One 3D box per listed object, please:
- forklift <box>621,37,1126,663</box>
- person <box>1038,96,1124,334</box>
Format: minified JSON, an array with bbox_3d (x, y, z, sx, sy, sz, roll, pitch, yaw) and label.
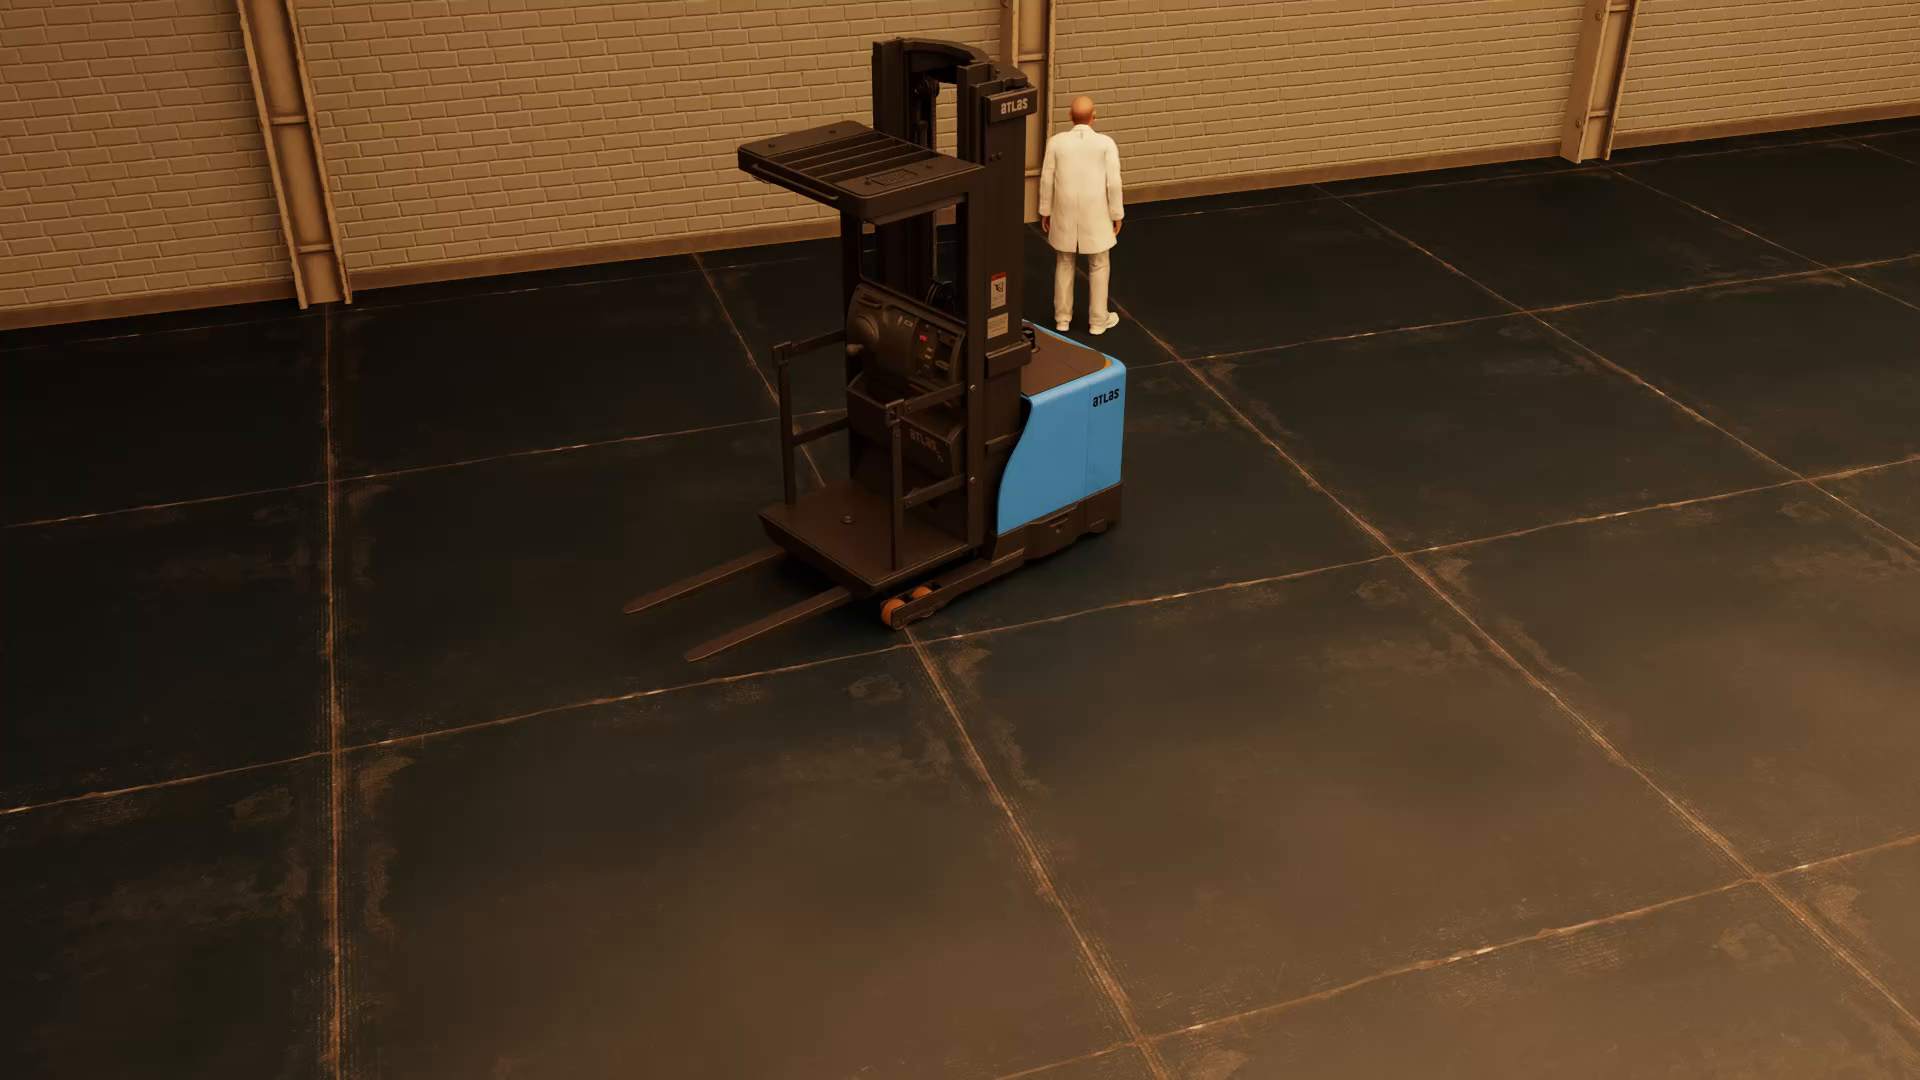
[{"bbox_3d":[-0.461,-1.072,8.951,3.031,2.935,1.130,-23,37,-34],"label":"forklift"},{"bbox_3d":[0.906,-2.431,12.473,0.647,1.772,0.436,7,31,12],"label":"person"}]
